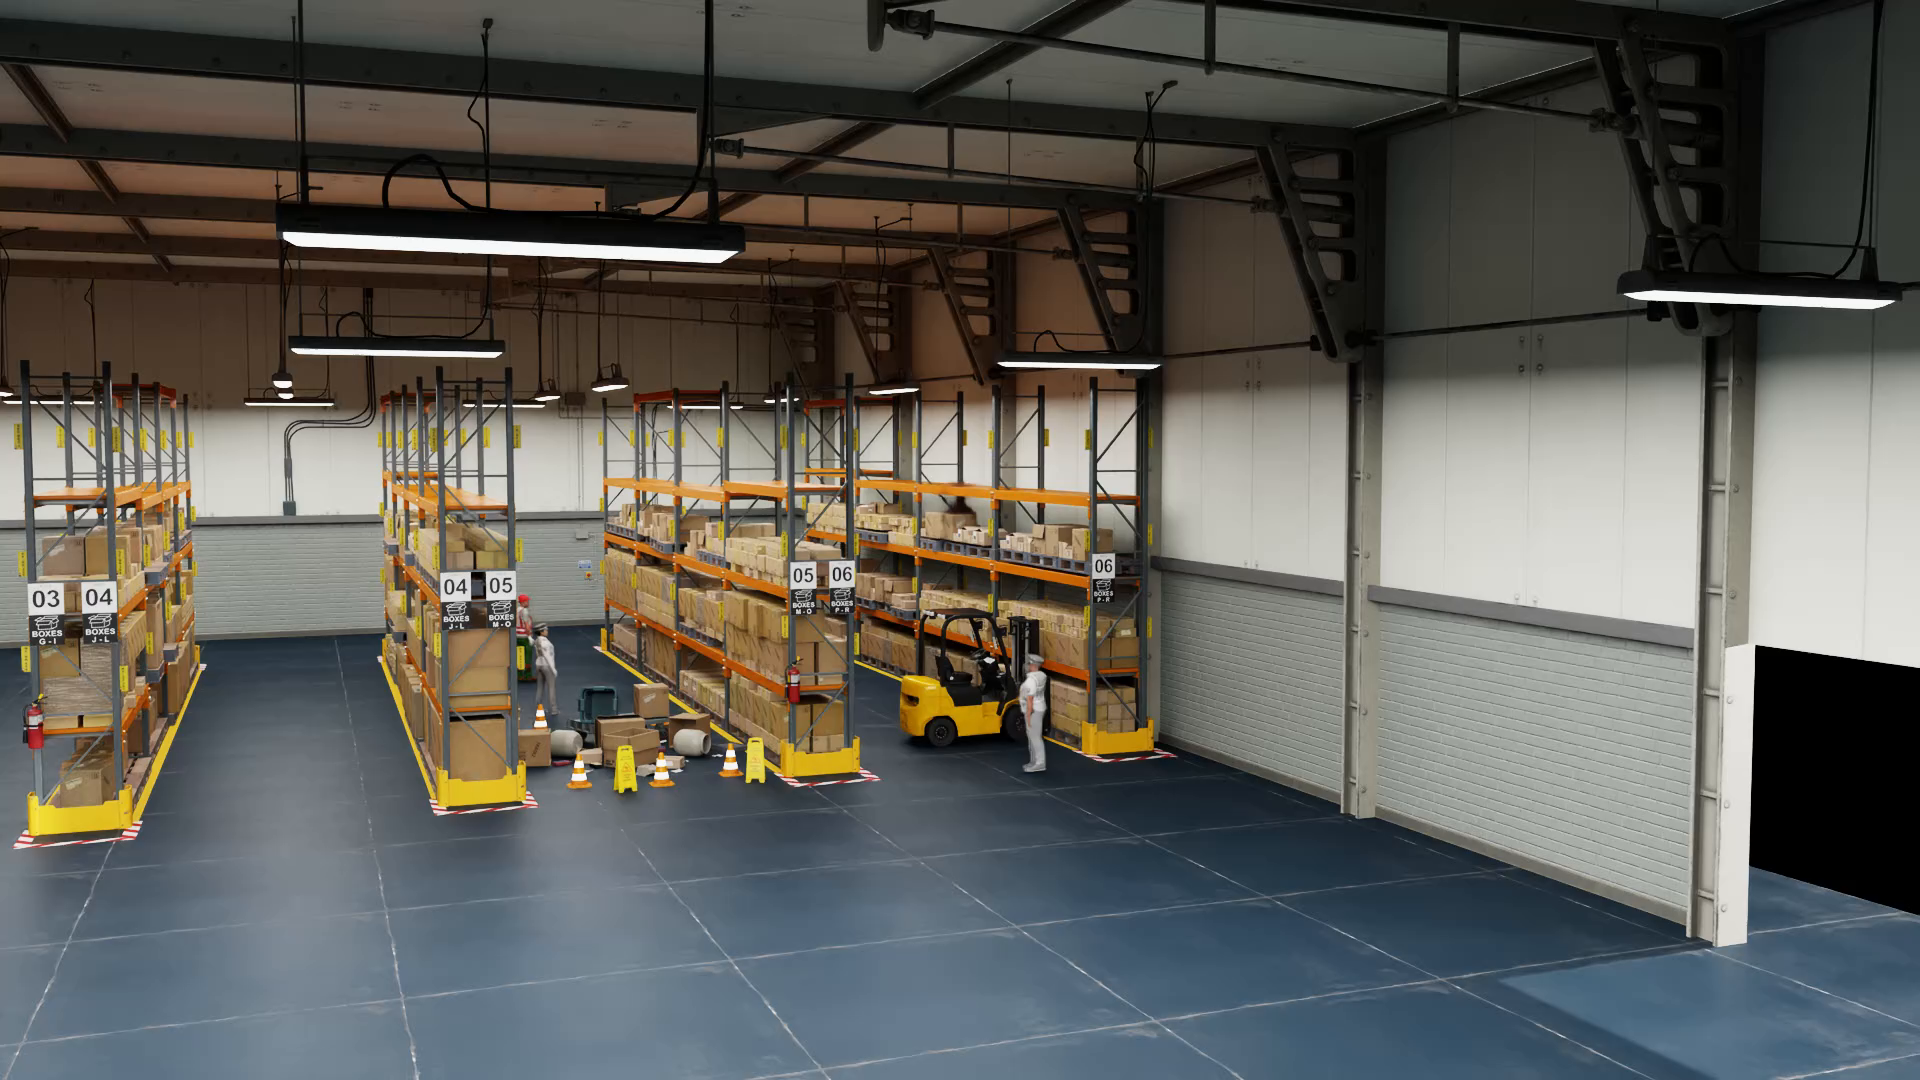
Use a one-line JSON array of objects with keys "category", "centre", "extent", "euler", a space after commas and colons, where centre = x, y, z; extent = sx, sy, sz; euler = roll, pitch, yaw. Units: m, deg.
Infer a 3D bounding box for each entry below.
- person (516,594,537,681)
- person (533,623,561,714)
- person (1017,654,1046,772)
[{"category": "person", "centre": [-9.013, 2.023, 34.507], "extent": [0.409, 1.794, 0.611], "euler": [-3, 5, -45]}, {"category": "person", "centre": [-7.538, 2.345, 30.319], "extent": [0.566, 1.686, 0.420], "euler": [3, 4, 38]}, {"category": "person", "centre": [1.086, 2.609, 25.154], "extent": [0.433, 1.800, 0.657], "euler": [0, 3, 7]}]
